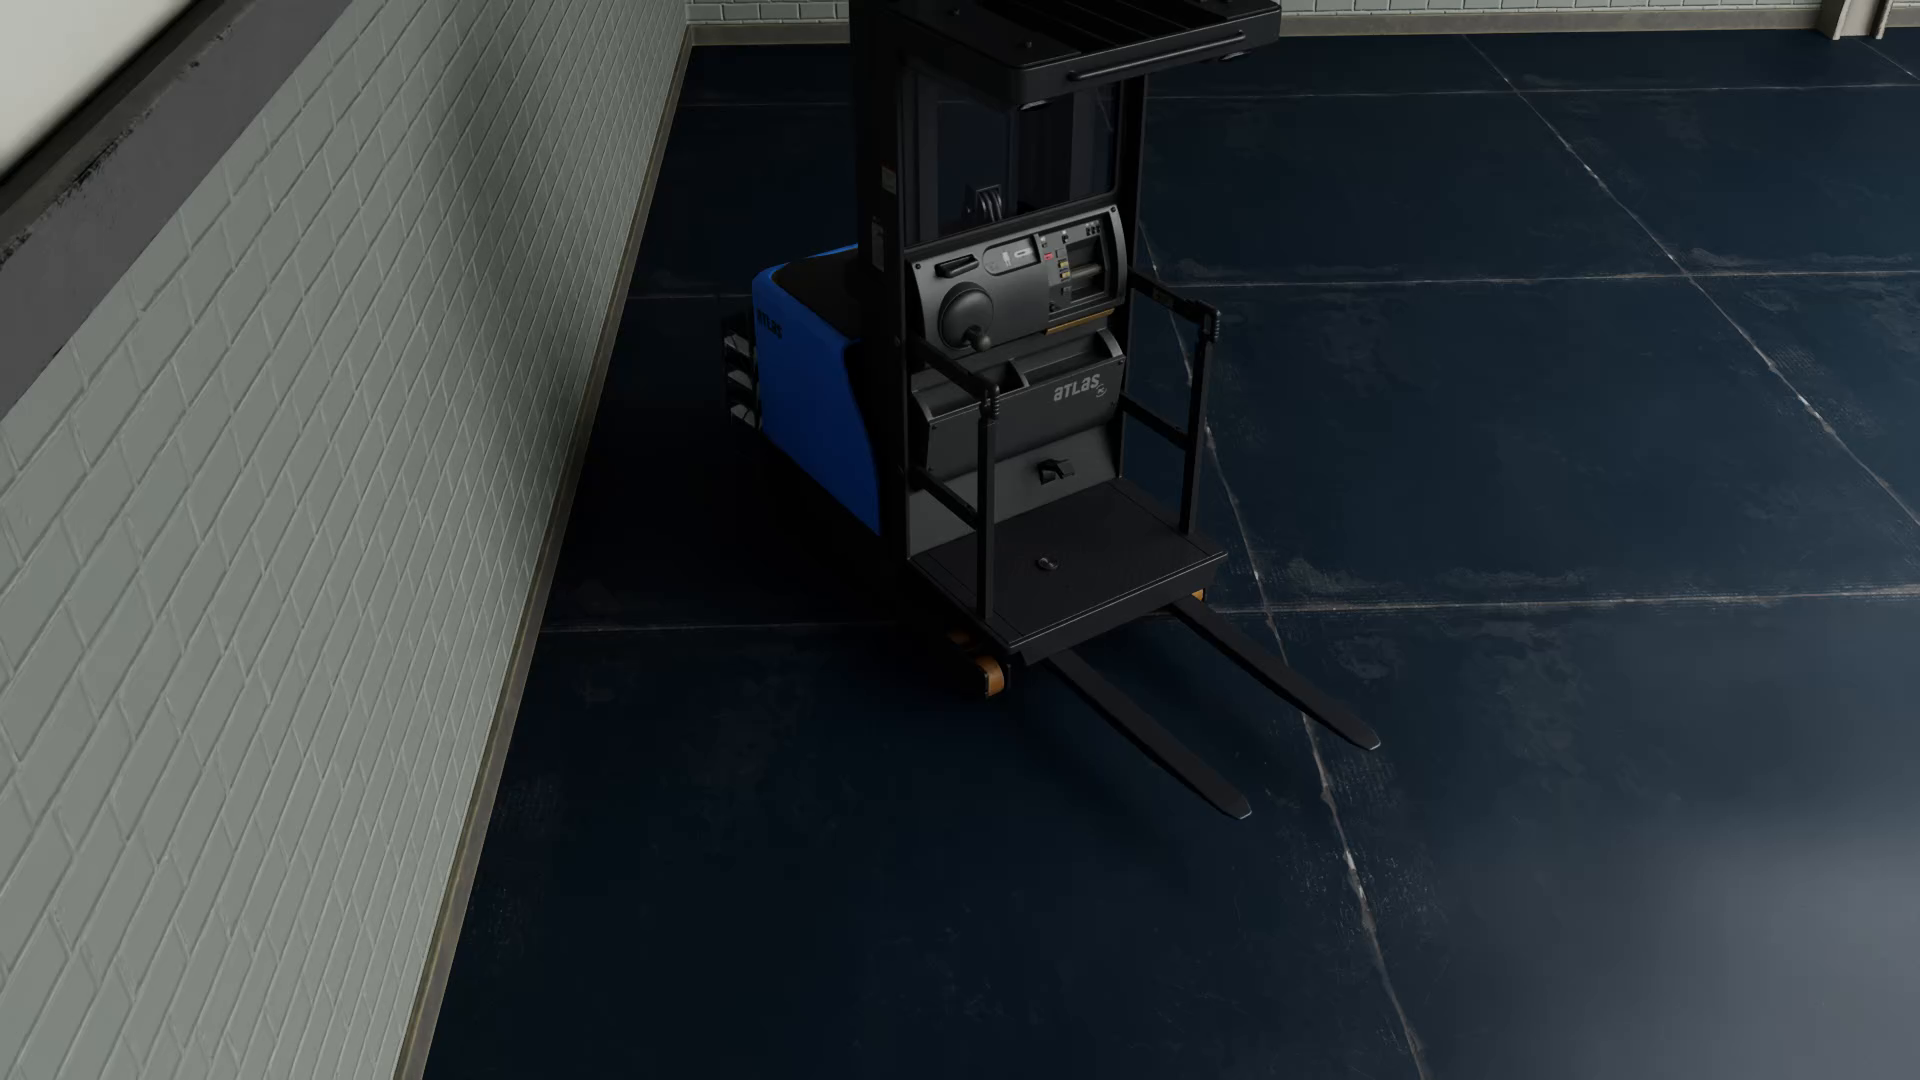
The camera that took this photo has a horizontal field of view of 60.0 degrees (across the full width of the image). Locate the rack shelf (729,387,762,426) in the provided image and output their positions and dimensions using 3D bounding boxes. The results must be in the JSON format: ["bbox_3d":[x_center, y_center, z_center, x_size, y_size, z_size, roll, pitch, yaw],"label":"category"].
[{"bbox_3d":[-0.913,-0.636,7.594,0.200,0.077,0.258,-27,43,-33],"label":"rack shelf"}]

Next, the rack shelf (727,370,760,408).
[{"bbox_3d":[-0.913,-0.710,7.543,0.200,0.077,0.258,-27,43,-33],"label":"rack shelf"}]

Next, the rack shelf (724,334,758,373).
[{"bbox_3d":[-0.913,-0.858,7.441,0.200,0.077,0.258,-27,43,-33],"label":"rack shelf"}]

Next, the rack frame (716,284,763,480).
[{"bbox_3d":[-0.989,-0.698,7.468,0.006,0.900,0.240,-27,43,-33],"label":"rack frame"}]

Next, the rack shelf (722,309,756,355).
[{"bbox_3d":[-0.913,-0.932,7.390,0.200,0.077,0.258,-27,43,-33],"label":"rack shelf"}]

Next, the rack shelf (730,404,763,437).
[{"bbox_3d":[-0.913,-0.562,7.646,0.200,0.077,0.258,-27,43,-33],"label":"rack shelf"}]

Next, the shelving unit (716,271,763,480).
[{"bbox_3d":[-0.913,-0.737,7.524,0.210,0.900,0.258,-27,43,-33],"label":"shelving unit"}]

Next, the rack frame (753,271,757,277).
[{"bbox_3d":[-0.838,-0.776,7.580,0.006,0.900,0.240,-27,43,-33],"label":"rack frame"}]

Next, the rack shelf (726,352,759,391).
[{"bbox_3d":[-0.913,-0.784,7.492,0.200,0.077,0.258,-27,43,-33],"label":"rack shelf"}]

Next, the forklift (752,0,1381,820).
[{"bbox_3d":[0.350,-0.912,5.993,1.130,2.935,3.031,-21,40,-28],"label":"forklift"}]

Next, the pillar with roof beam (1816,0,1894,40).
[{"bbox_3d":[7.125,-5.208,6.867,0.400,9.000,9.100,-2,35,-2],"label":"pillar with roof beam"}]
